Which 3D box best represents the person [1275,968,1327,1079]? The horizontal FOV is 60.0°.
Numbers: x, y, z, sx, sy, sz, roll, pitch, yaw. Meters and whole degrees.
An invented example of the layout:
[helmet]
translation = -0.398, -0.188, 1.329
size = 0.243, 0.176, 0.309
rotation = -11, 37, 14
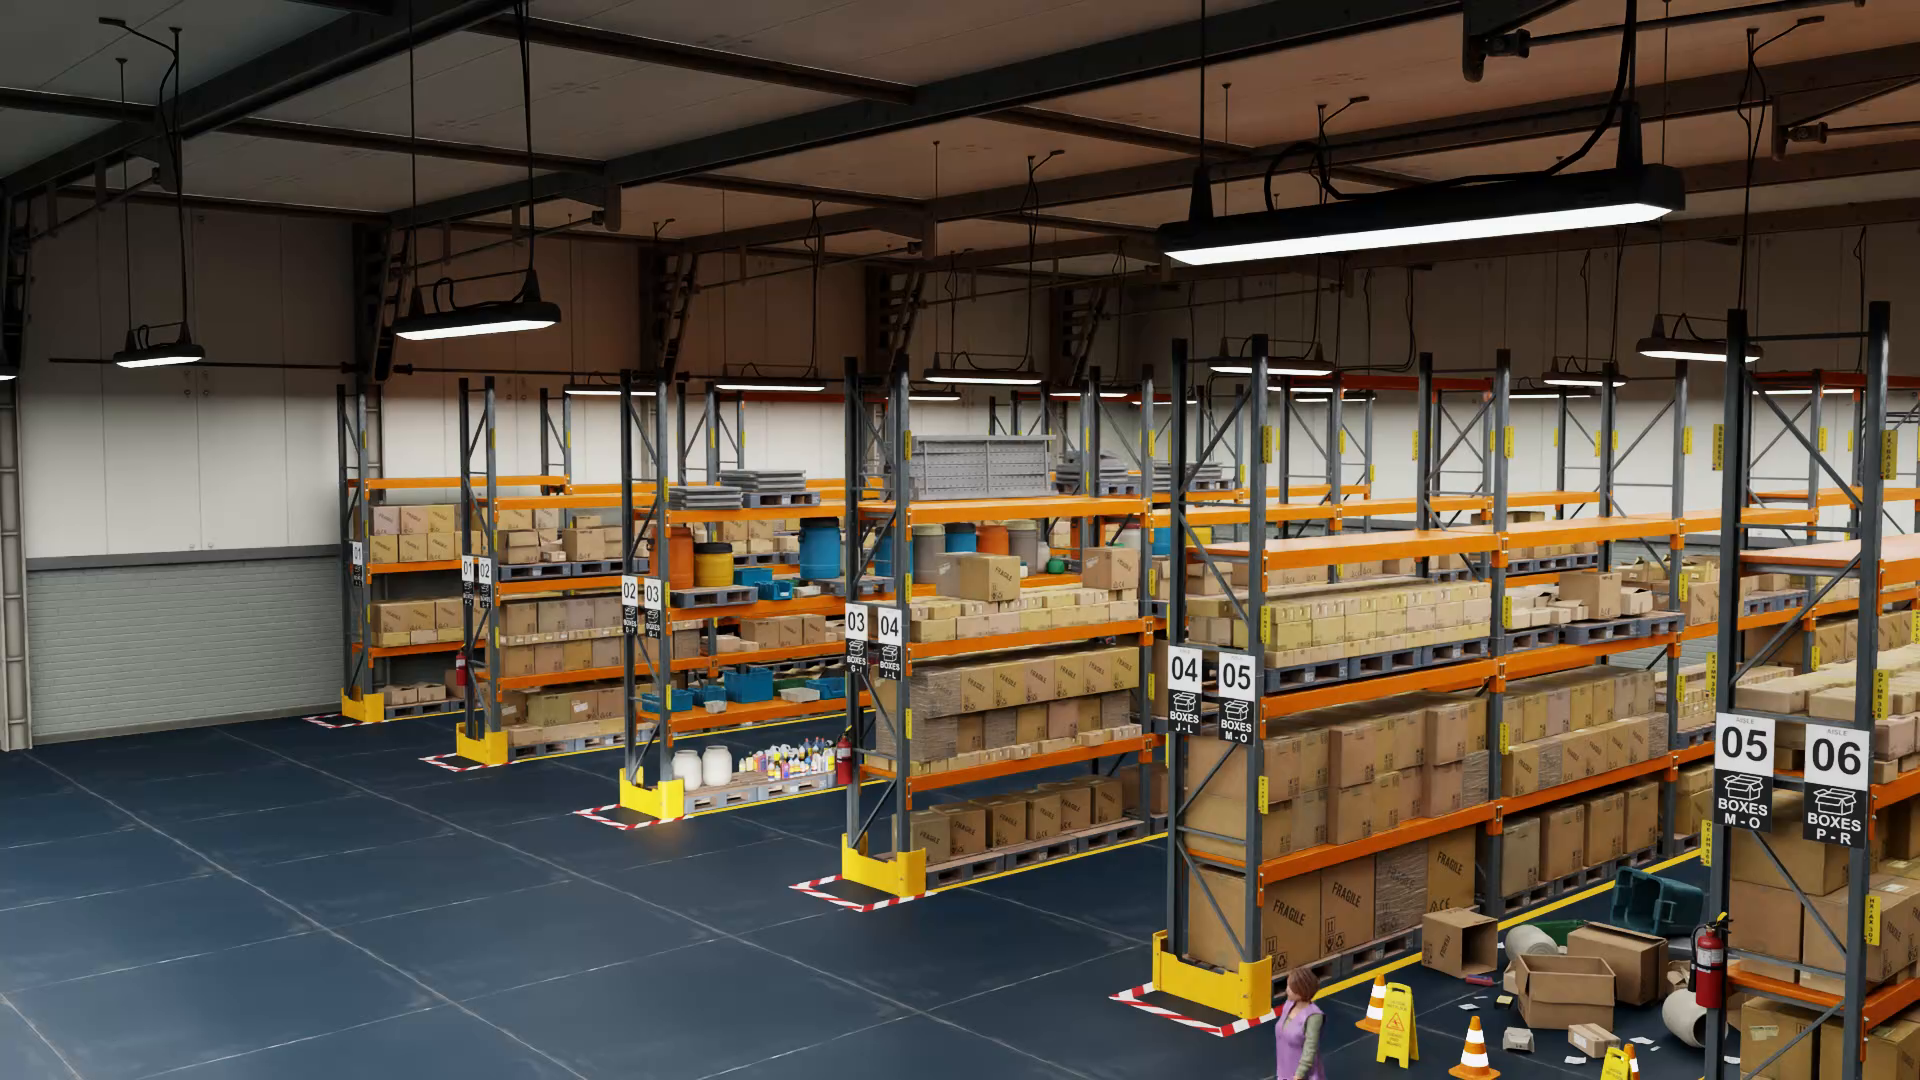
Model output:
[person]
translation = 2.209, 3.635, 11.112
size = 0.898, 1.554, 0.428
rotation = -2, 4, -24
